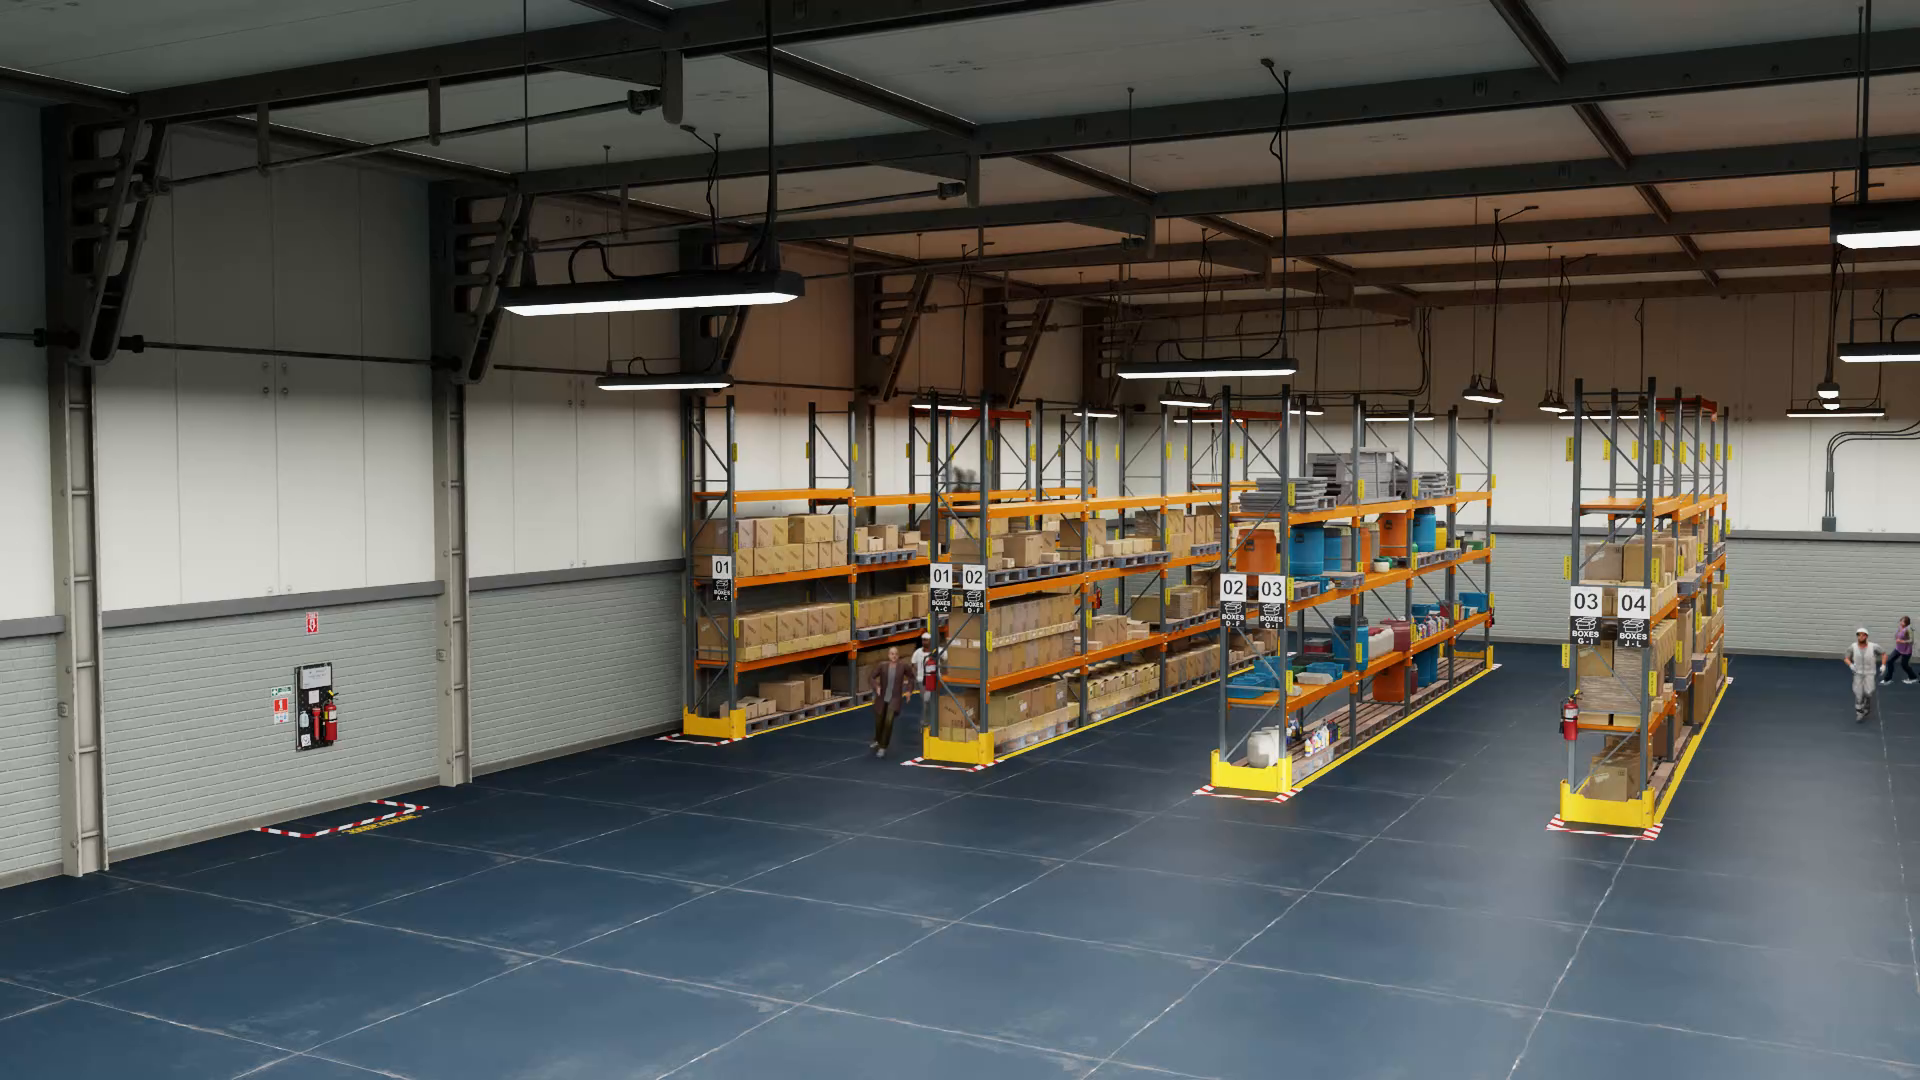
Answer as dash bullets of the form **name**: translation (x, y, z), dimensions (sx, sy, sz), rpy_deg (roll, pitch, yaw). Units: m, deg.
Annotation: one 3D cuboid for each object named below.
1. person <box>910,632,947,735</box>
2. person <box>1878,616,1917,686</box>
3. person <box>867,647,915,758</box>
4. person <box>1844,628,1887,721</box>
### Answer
- **person**: translation (-0.574, 2.557, 29.907), dimensions (0.704, 1.793, 0.889), rpy_deg (2, 3, 27)
- **person**: translation (20.155, 2.386, 35.454), dimensions (0.749, 1.564, 0.699), rpy_deg (0, 3, -4)
- **person**: translation (-1.156, 2.680, 27.610), dimensions (0.767, 1.808, 0.854), rpy_deg (0, 3, 7)
- **person**: translation (16.763, 2.506, 30.816), dimensions (0.685, 1.736, 0.694), rpy_deg (2, 4, 34)
